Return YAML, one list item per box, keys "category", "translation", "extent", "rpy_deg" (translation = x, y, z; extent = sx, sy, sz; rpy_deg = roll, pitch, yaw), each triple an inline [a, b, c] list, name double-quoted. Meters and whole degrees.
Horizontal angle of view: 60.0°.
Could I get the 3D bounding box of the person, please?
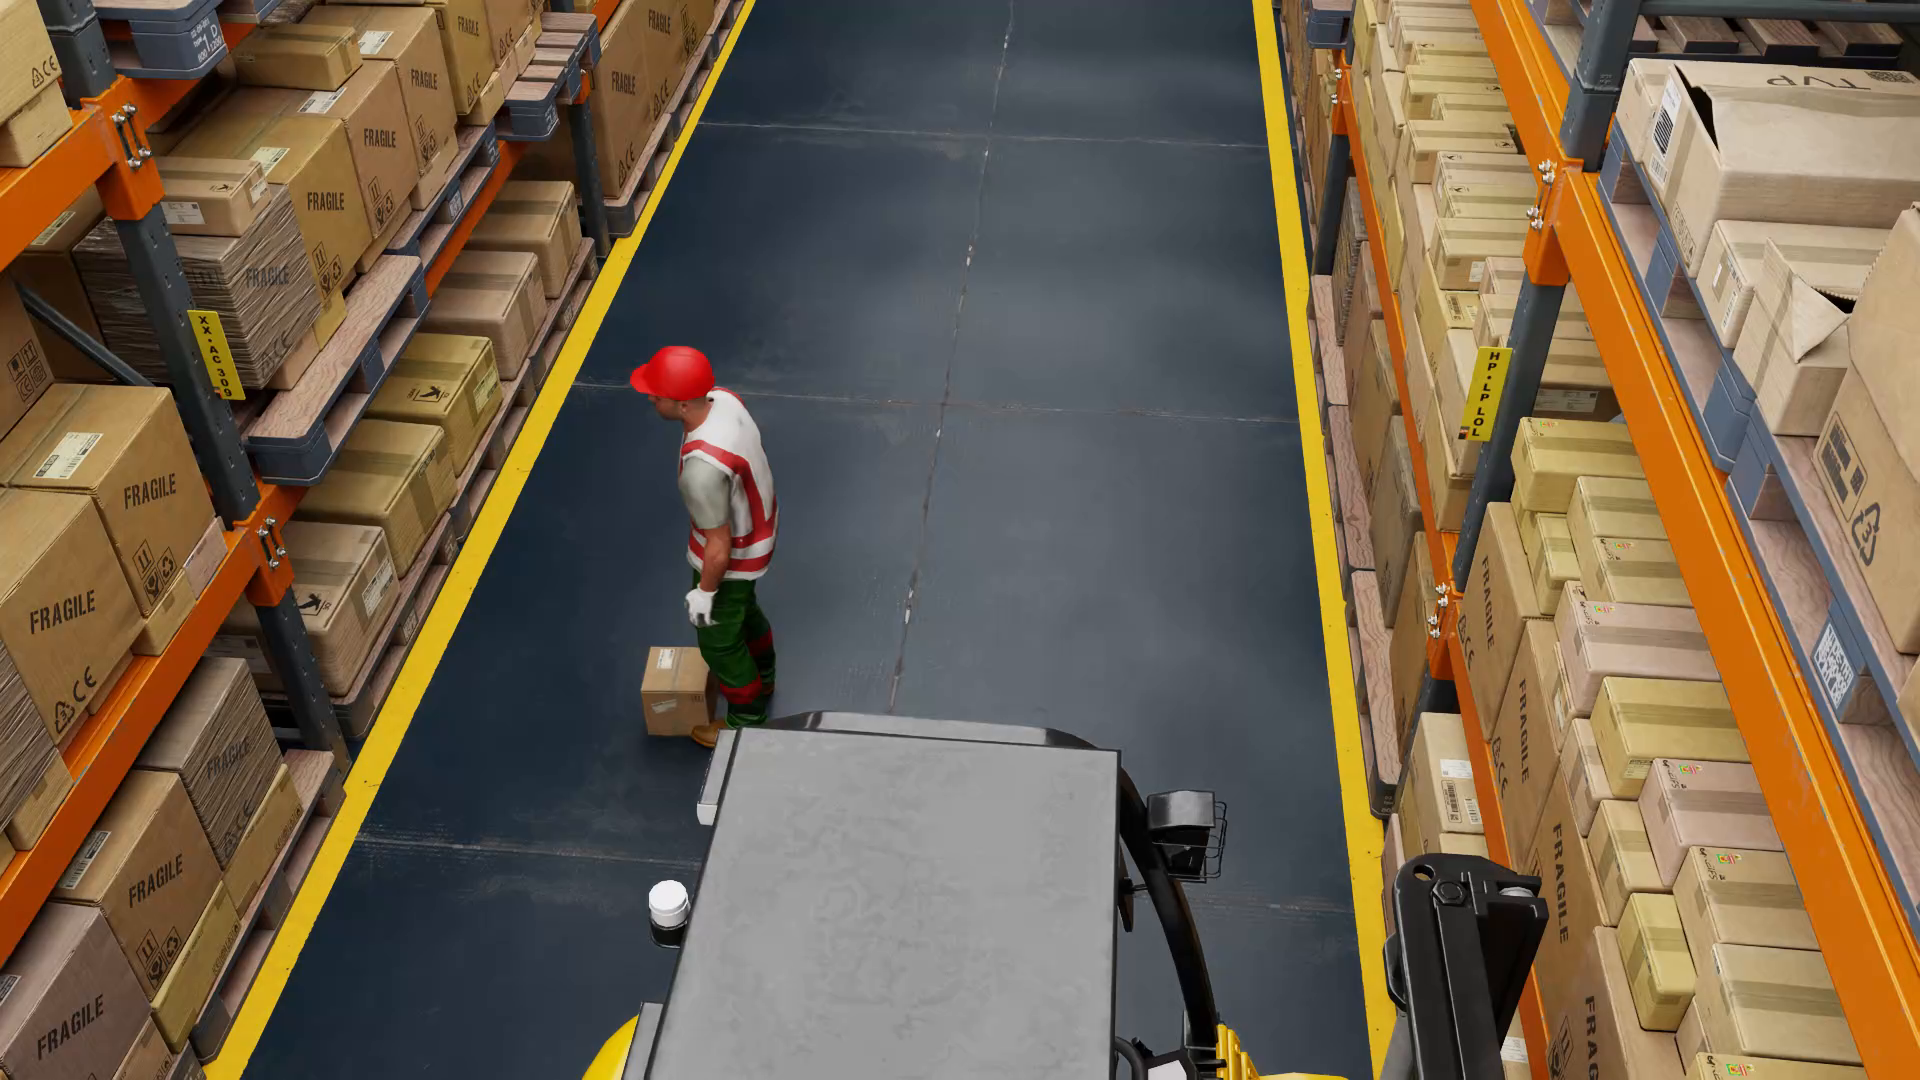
- category: "person"
  translation: [-0.885, 0.037, 6.098]
  extent: [0.445, 1.781, 0.621]
  rpy_deg: [1, 40, 2]
